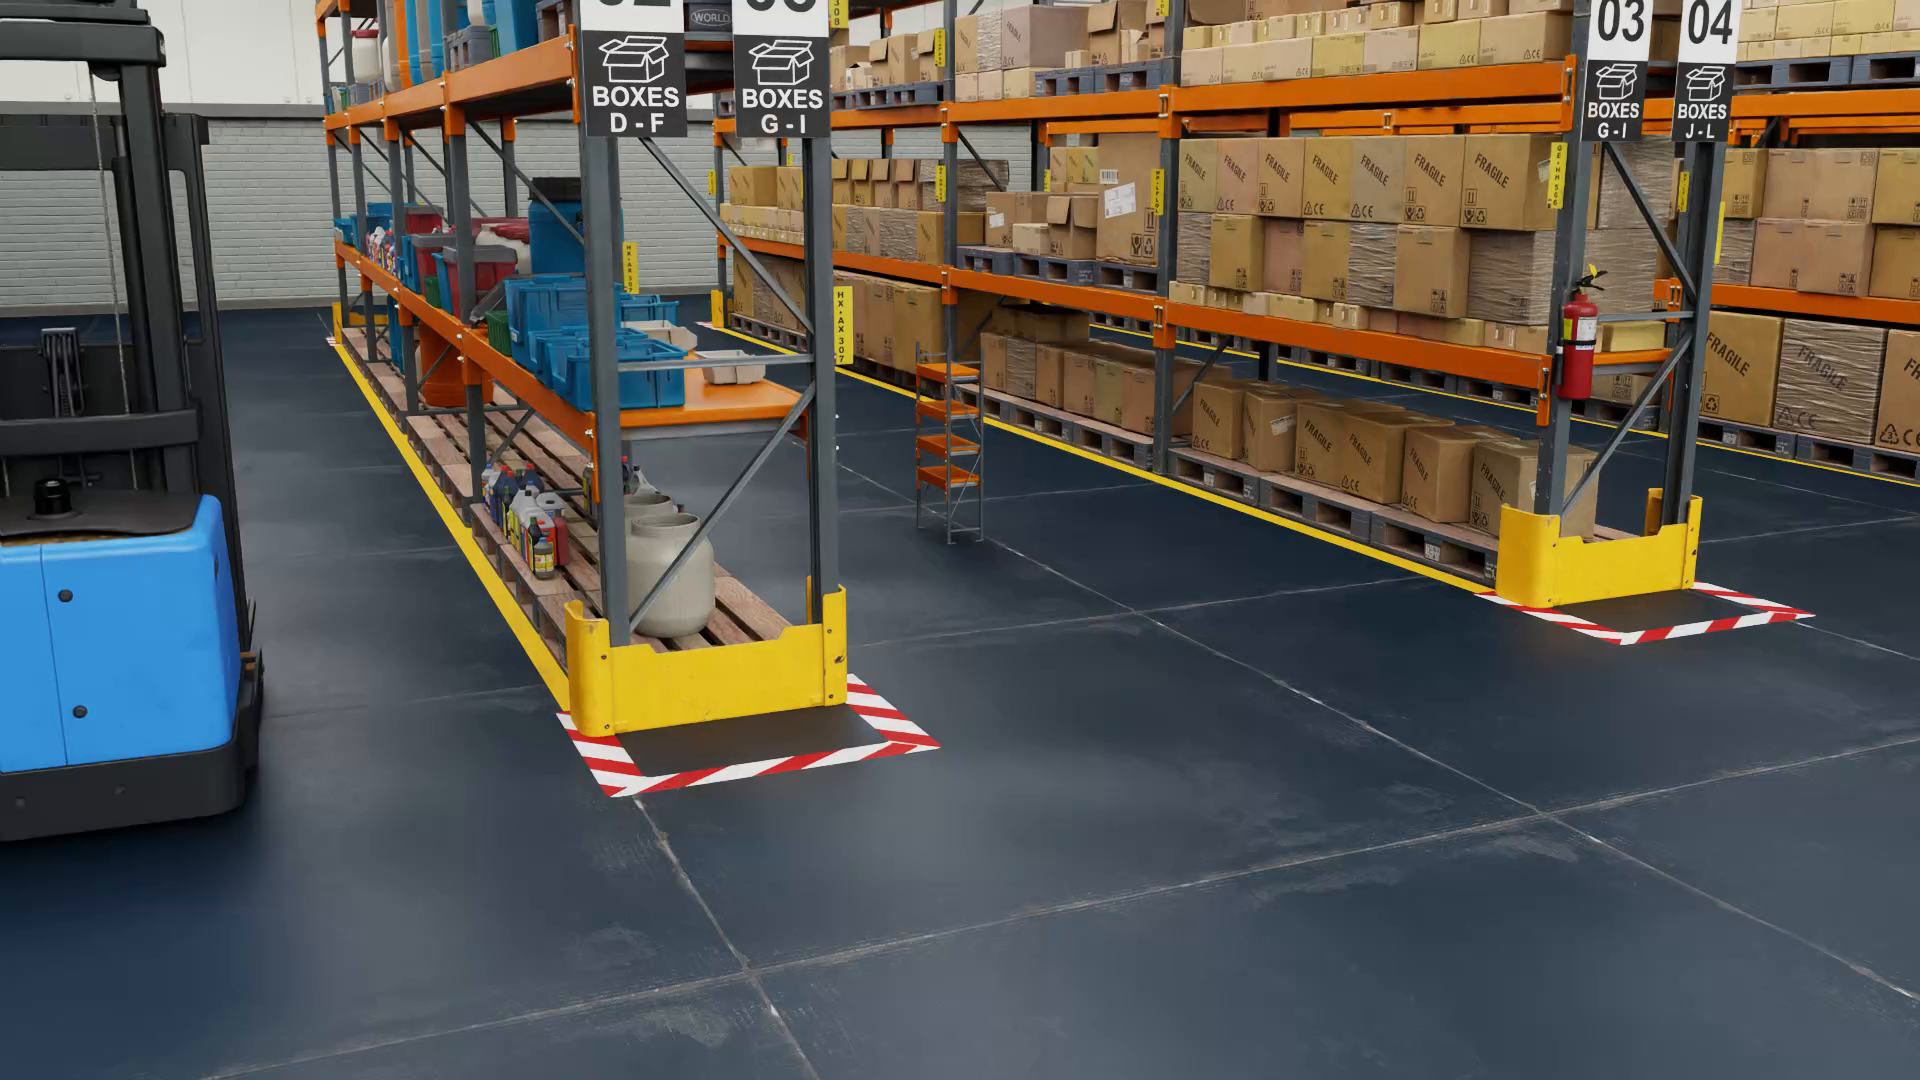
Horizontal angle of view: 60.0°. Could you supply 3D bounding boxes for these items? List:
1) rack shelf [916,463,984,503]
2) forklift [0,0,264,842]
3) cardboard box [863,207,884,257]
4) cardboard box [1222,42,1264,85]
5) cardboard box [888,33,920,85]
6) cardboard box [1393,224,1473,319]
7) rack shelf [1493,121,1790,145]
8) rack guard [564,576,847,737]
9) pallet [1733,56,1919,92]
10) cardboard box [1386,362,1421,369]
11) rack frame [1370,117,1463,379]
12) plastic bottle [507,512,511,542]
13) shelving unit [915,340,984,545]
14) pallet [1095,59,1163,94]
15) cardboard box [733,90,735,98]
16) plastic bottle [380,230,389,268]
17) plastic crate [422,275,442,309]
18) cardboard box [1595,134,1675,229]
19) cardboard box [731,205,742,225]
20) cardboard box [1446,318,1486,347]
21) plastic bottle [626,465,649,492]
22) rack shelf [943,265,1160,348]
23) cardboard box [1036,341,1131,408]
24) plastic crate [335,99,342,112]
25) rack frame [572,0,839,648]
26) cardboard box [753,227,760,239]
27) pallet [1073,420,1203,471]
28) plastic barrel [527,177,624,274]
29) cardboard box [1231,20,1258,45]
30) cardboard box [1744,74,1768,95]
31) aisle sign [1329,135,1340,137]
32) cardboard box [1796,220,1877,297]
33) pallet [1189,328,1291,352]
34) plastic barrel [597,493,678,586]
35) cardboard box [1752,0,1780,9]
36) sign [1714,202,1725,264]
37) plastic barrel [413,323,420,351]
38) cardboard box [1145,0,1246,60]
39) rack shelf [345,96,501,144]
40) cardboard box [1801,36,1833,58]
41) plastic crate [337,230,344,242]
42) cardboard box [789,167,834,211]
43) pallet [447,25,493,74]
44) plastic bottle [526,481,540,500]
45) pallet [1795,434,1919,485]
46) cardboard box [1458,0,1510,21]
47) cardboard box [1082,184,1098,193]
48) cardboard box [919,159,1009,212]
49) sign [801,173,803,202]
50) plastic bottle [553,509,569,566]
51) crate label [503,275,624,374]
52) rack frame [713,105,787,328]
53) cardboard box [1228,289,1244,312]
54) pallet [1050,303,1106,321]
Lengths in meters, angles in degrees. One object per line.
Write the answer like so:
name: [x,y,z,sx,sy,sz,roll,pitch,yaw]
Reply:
rack shelf: [-0.066,-0.360,10.442,0.258,0.148,0.480,-6,14,-23]
forklift: [-3.577,-0.671,6.771,1.130,2.935,3.031,-5,14,-20]
cardboard box: [-0.705,-3.265,17.601,0.500,0.500,0.500,-5,14,-22]
cardboard box: [2.092,-3.158,11.041,0.500,0.250,0.500,-6,14,-23]
cardboard box: [-0.409,-4.825,16.760,0.500,0.500,0.500,-5,14,-20]
cardboard box: [3.027,-1.570,9.620,0.875,0.500,0.500,-6,14,-23]
rack shelf: [8.607,-5.240,21.300,1.077,0.370,4.000,-6,14,-23]
rack guard: [-1.079,0.486,7.162,1.175,0.500,0.348,-6,14,-23]
pallet: [6.833,-3.669,13.117,1.003,0.211,1.213,-6,14,-23]
cardboard box: [5.074,-2.222,17.378,1.050,0.750,0.750,-6,14,-24]
rack frame: [4.913,-3.248,17.750,1.000,3.000,0.127,-6,14,-23]
plastic bottle: [-2.497,-0.094,9.354,0.097,0.201,0.097,0,13,0]
shelving unit: [-0.066,-0.619,10.382,0.258,1.200,0.503,-6,14,-23]
pallet: [1.780,-3.501,12.609,1.213,0.211,1.003,-6,14,-23]
cardboard box: [-2.619,-6.134,22.195,0.700,0.500,0.500,-7,15,-26]
plastic bottle: [-5.374,-2.733,15.634,0.144,0.351,0.185,-6,14,-23]
plastic crate: [-3.564,-1.778,11.869,0.450,0.188,0.662,-6,14,-23]
cardboard box: [3.562,-1.987,9.203,0.500,0.500,0.500,-6,14,-23]
cardboard box: [-2.718,-4.315,22.034,0.500,0.250,0.500,-6,14,-24]
cardboard box: [2.982,-1.184,9.392,0.380,0.149,0.250,-6,14,-23]
plastic bottle: [-1.880,-0.257,9.728,0.144,0.351,0.185,-6,14,-23]
rack shelf: [1.129,-2.057,14.200,1.077,0.370,4.000,-6,14,-23]
cardboard box: [1.082,-1.451,14.553,0.700,0.500,0.500,-4,14,-18]
plastic crate: [-6.671,-4.761,18.221,0.293,0.136,0.466,-6,14,-23]
rack frame: [-1.006,-0.720,6.830,1.000,3.000,0.127,-6,14,-23]
cardboard box: [-2.420,-3.930,21.256,0.380,0.149,0.250,-6,14,-24]
pallet: [1.617,-0.796,13.343,1.003,0.211,1.213,-6,14,-23]
plastic barrel: [-2.485,-1.898,10.808,0.600,0.901,0.708,-6,14,-23]
cardboard box: [2.037,-3.375,11.095,0.380,0.149,0.250,-6,14,-23]
cardboard box: [9.119,-5.496,19.652,0.797,0.503,0.637,-7,15,-26]
aisle sign: [5.909,-6.624,26.571,0.394,0.787,0.004,-6,14,-23]
cardboard box: [7.024,-2.185,12.828,0.875,0.550,0.550,-6,14,-23]
pallet: [3.624,-2.555,20.941,1.003,0.211,1.213,-6,14,-23]
plastic barrel: [-1.540,0.054,8.069,0.421,0.512,0.421,0,13,0]
cardboard box: [6.453,-4.244,13.036,0.380,0.149,0.250,-6,14,-23]
sign: [4.030,-1.639,8.877,0.100,0.325,0.005,-6,14,-23]
plastic barrel: [-4.874,-1.736,15.634,0.600,0.588,0.708,-6,14,-23]
cardboard box: [1.833,-3.817,12.395,0.797,0.503,0.637,-6,14,-26]
rack shelf: [-5.012,-3.897,15.500,1.077,0.370,4.000,-6,14,-23]
cardboard box: [6.654,-3.751,12.676,0.380,0.149,0.250,-6,14,-24]
plastic crate: [-7.293,-3.632,19.863,0.250,0.136,0.298,-6,14,-23]
cardboard box: [-1.704,-4.155,19.680,0.500,0.500,0.500,-5,14,-21]
pallet: [-2.230,-2.776,9.478,1.213,0.211,1.003,-6,14,-23]
plastic bottle: [-2.496,-0.209,9.694,0.097,0.271,0.097,0,13,0]
pallet: [7.241,-0.646,12.694,1.003,0.211,1.213,-6,14,-23]
cardboard box: [2.928,-2.891,9.003,0.380,0.149,0.250,-6,14,-25]
cardboard box: [2.057,-4.766,23.428,0.500,0.500,0.500,-5,14,-22]
cardboard box: [0.050,-3.511,16.439,0.797,0.503,0.637,-5,14,-21]
sign: [-1.782,-4.057,19.151,0.100,0.325,0.005,-6,14,-23]
plastic bottle: [-2.122,-0.016,8.833,0.061,0.283,0.133,-6,14,-23]
crate label: [-1.991,-1.094,8.364,0.502,0.435,0.616,-6,14,-23]
rack frame: [-2.877,-4.473,23.046,1.000,3.000,0.127,-6,14,-23]
cardboard box: [2.063,-1.647,11.393,0.380,0.149,0.250,-6,14,-23]
pallet: [2.032,-3.355,24.399,1.003,0.211,1.213,-6,14,-23]
